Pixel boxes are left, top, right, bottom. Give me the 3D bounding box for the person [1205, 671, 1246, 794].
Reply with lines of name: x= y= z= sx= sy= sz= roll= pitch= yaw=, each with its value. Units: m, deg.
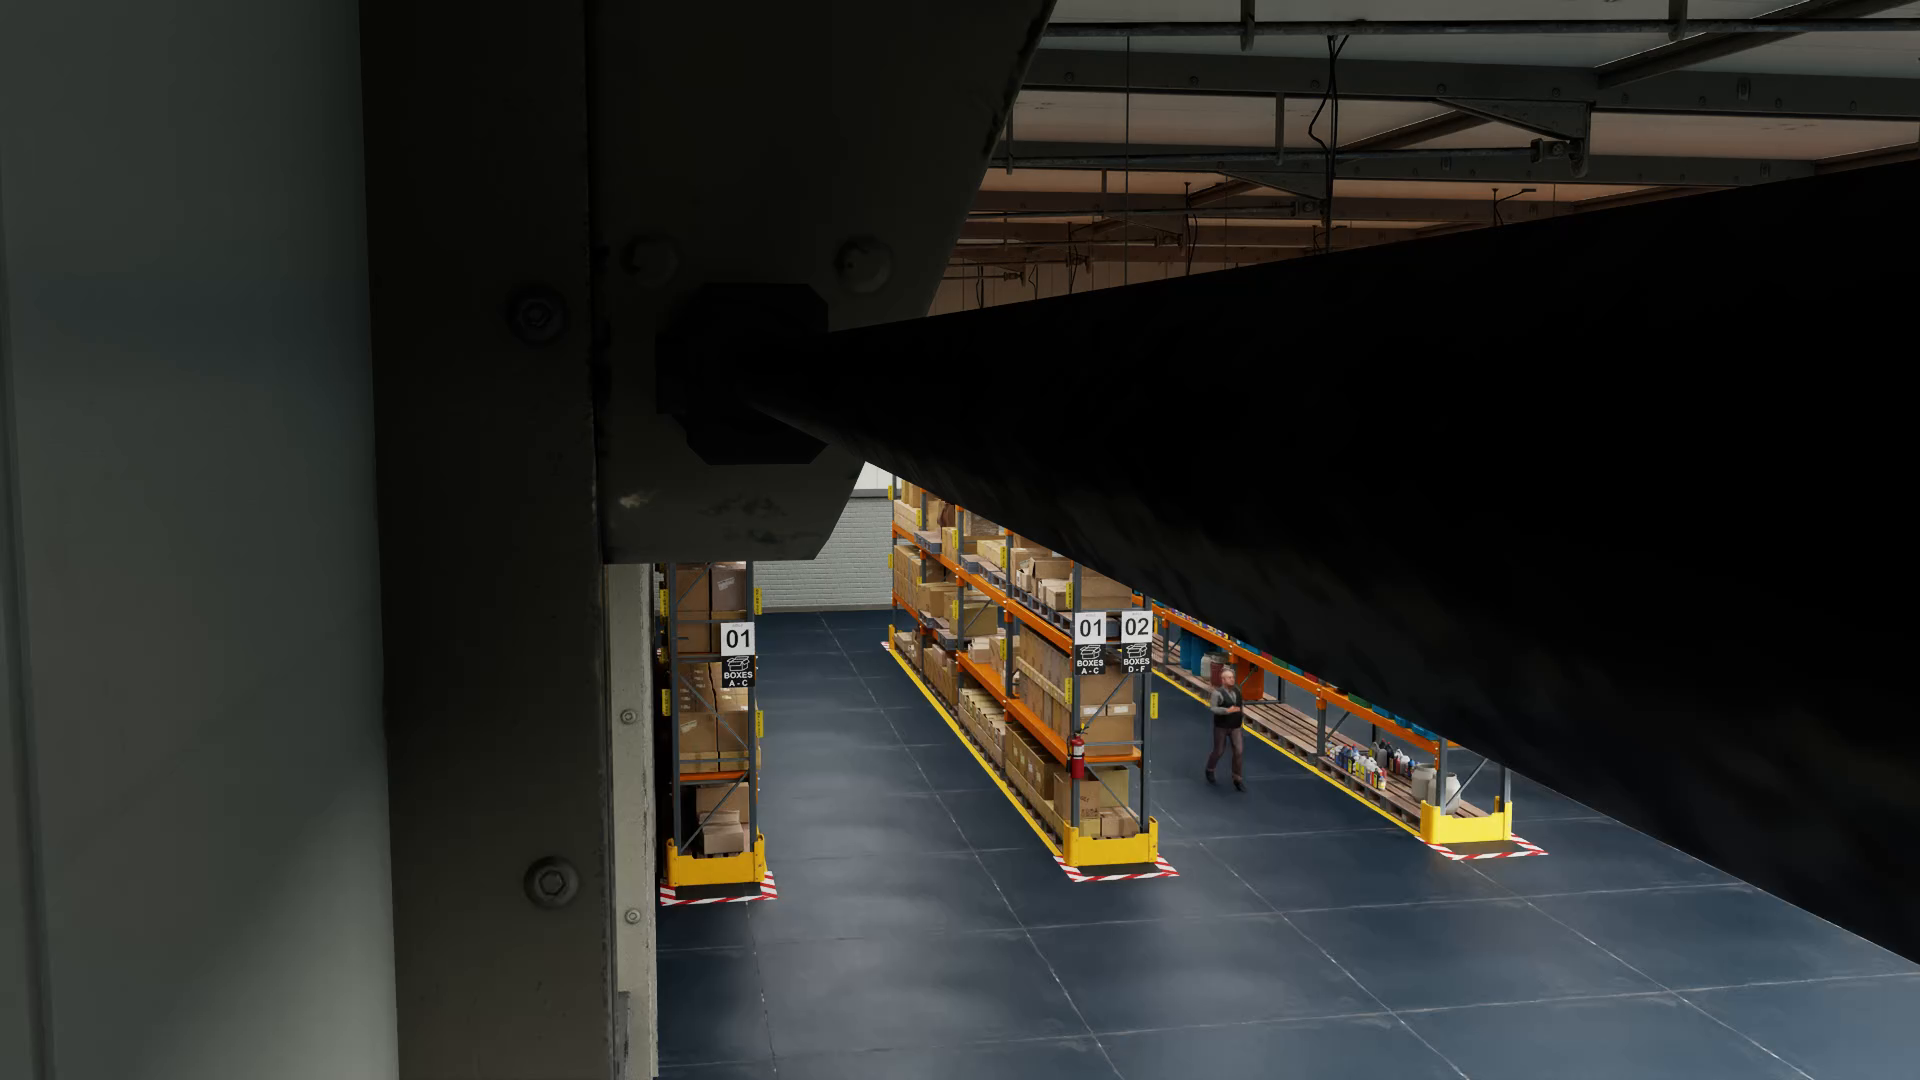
person: x=3.930 y=2.807 z=24.619 sx=0.658 sy=1.775 sz=0.828 roll=-3 pitch=7 yaw=-23
